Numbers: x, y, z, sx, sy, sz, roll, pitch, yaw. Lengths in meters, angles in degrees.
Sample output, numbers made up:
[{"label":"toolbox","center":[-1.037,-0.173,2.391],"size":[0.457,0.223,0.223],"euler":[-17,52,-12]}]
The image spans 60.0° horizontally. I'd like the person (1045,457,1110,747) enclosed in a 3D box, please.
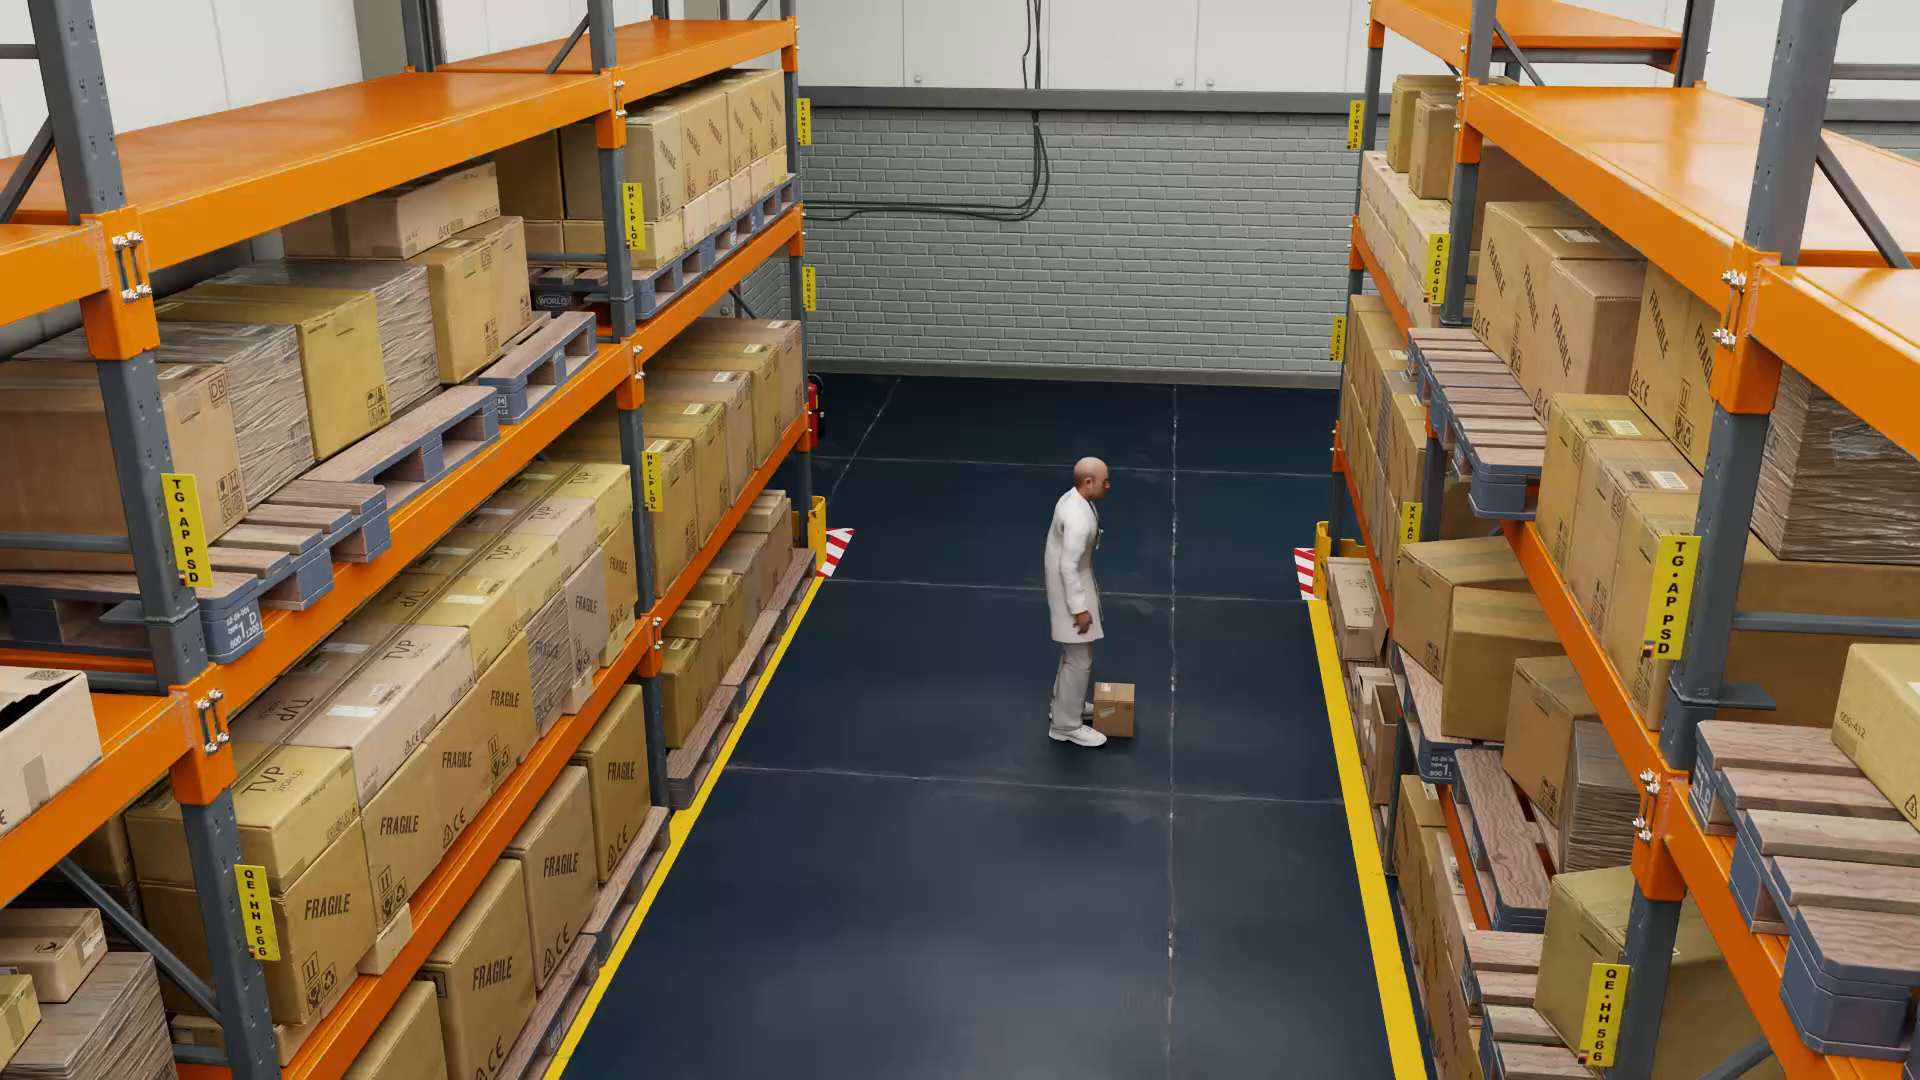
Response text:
[{"label":"person","center":[0.723,0.346,10.196],"size":[0.417,1.774,0.650],"euler":[2,21,6]}]
